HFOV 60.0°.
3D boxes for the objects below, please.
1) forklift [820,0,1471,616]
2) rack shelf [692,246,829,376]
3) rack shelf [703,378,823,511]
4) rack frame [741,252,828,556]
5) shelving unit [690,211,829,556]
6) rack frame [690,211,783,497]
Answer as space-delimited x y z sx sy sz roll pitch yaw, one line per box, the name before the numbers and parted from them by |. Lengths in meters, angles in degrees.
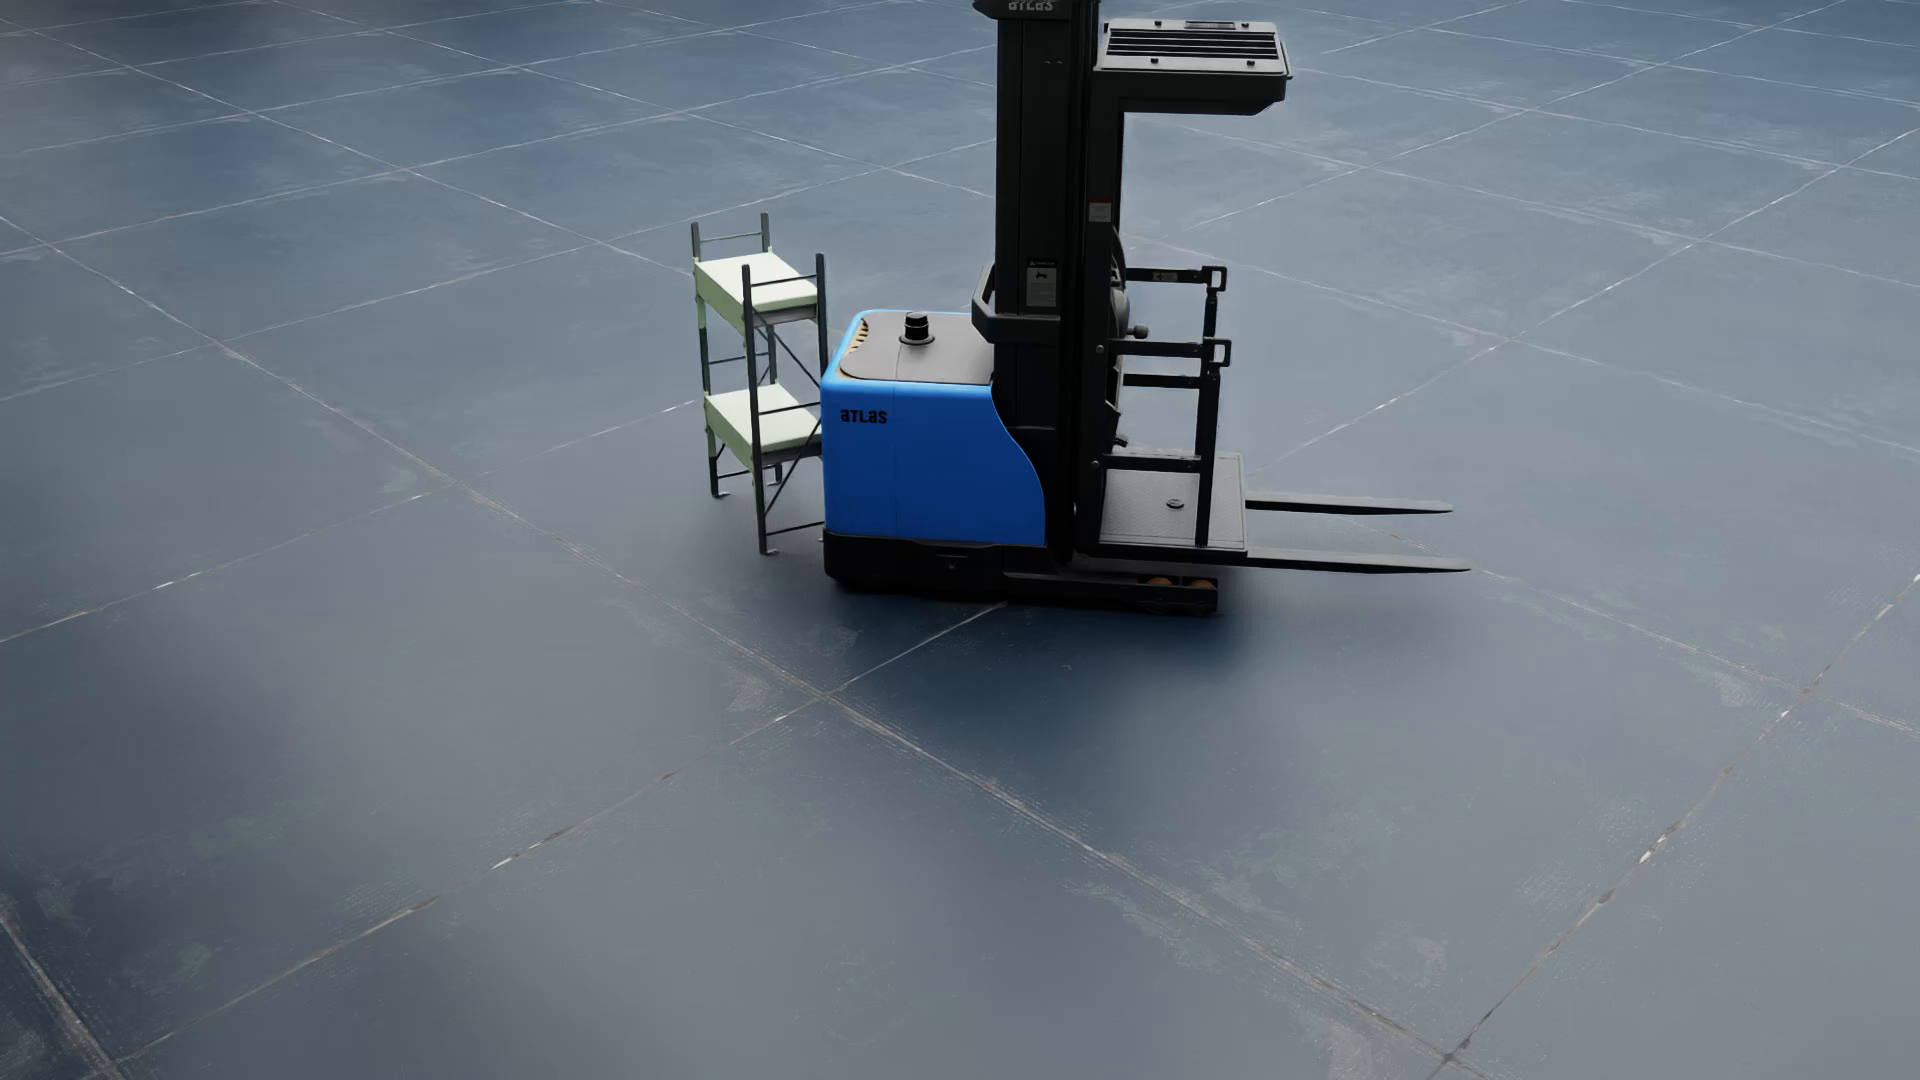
forklift | 0.903 -1.205 7.569 3.031 2.935 1.130 3 28 6
rack shelf | -0.980 -1.130 8.126 0.431 0.370 0.720 -13 30 -23
rack shelf | -0.980 -0.496 8.459 0.431 0.370 0.720 -13 30 -23
rack frame | -0.816 -0.632 8.017 0.400 1.500 0.023 -13 30 -23
shelving unit | -0.980 -0.785 8.307 0.431 1.500 0.755 -13 30 -23
rack frame | -1.143 -0.937 8.597 0.400 1.500 0.023 -13 30 -23
